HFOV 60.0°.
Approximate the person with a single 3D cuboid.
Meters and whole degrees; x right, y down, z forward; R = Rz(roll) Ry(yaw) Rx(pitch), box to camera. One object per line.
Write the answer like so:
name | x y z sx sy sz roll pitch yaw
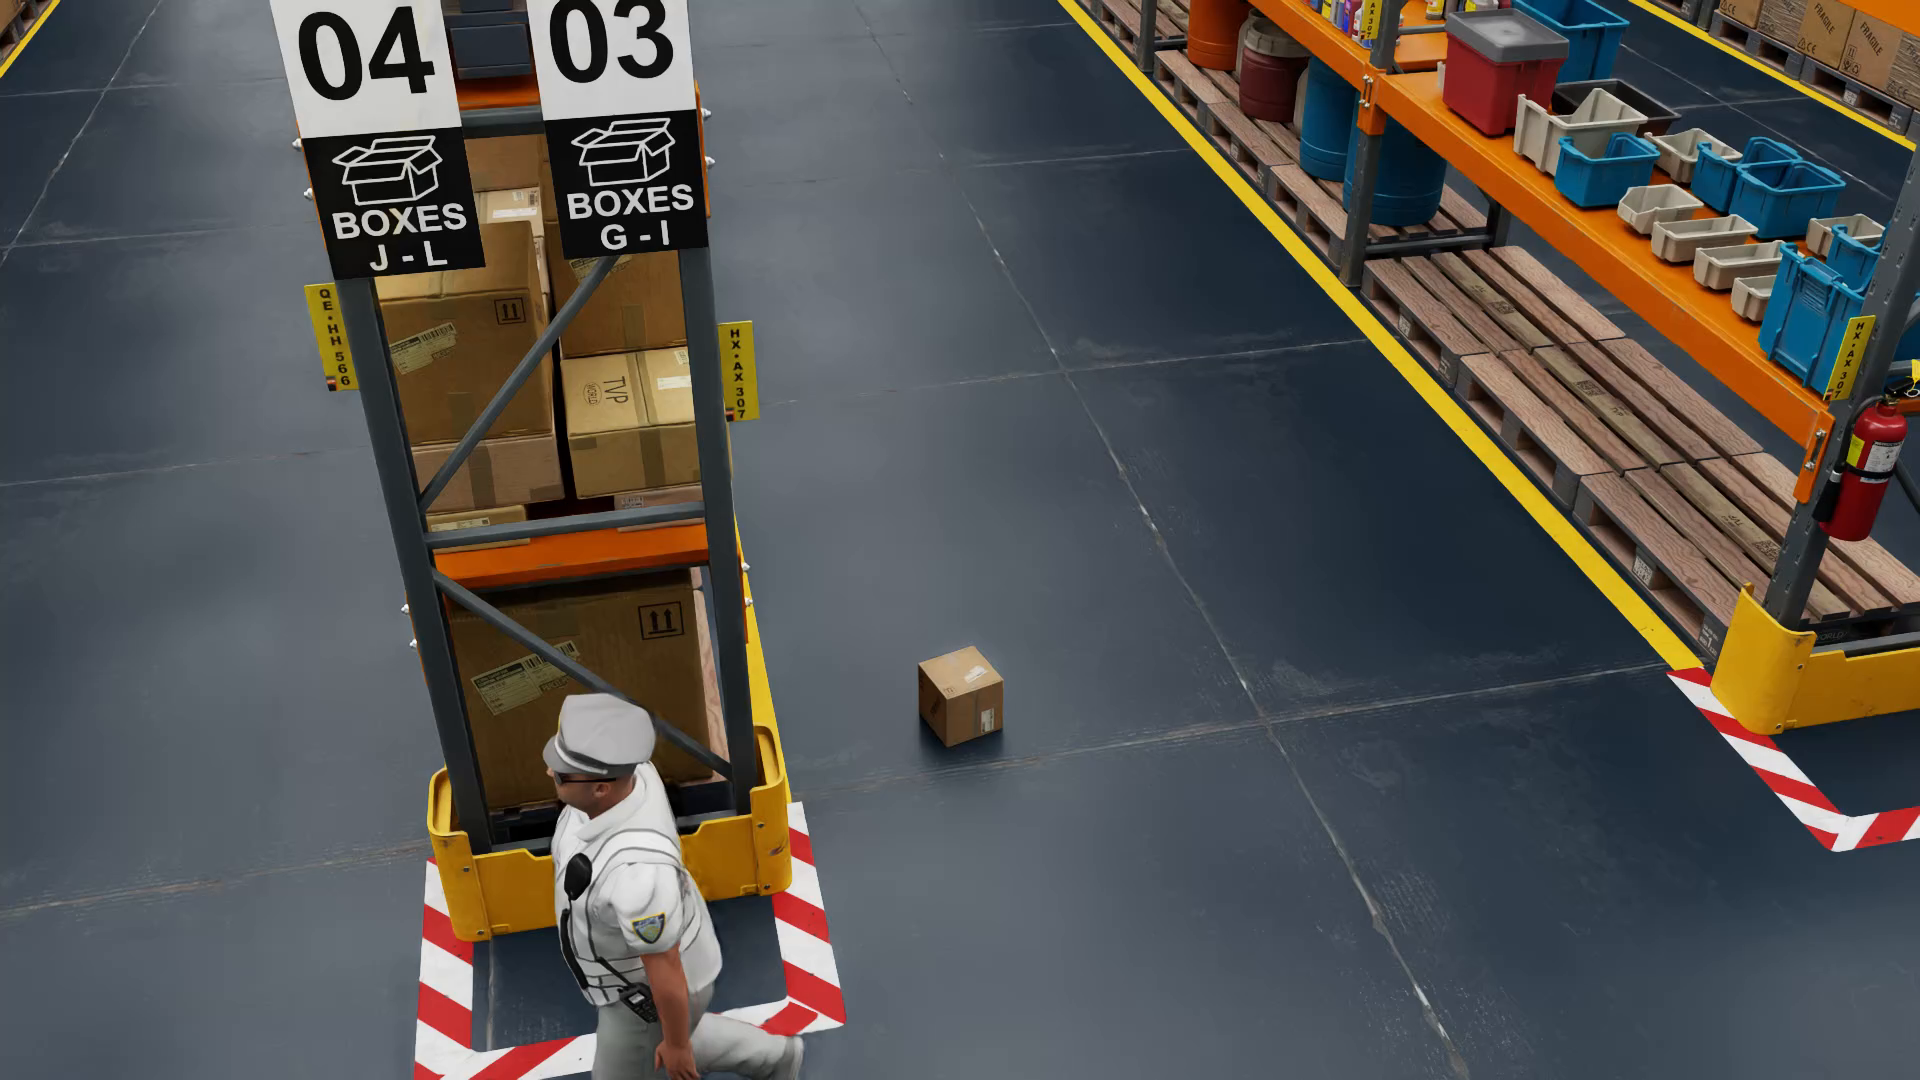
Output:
person | -0.777 1.112 4.454 0.701 1.746 0.599 -9 35 -13
